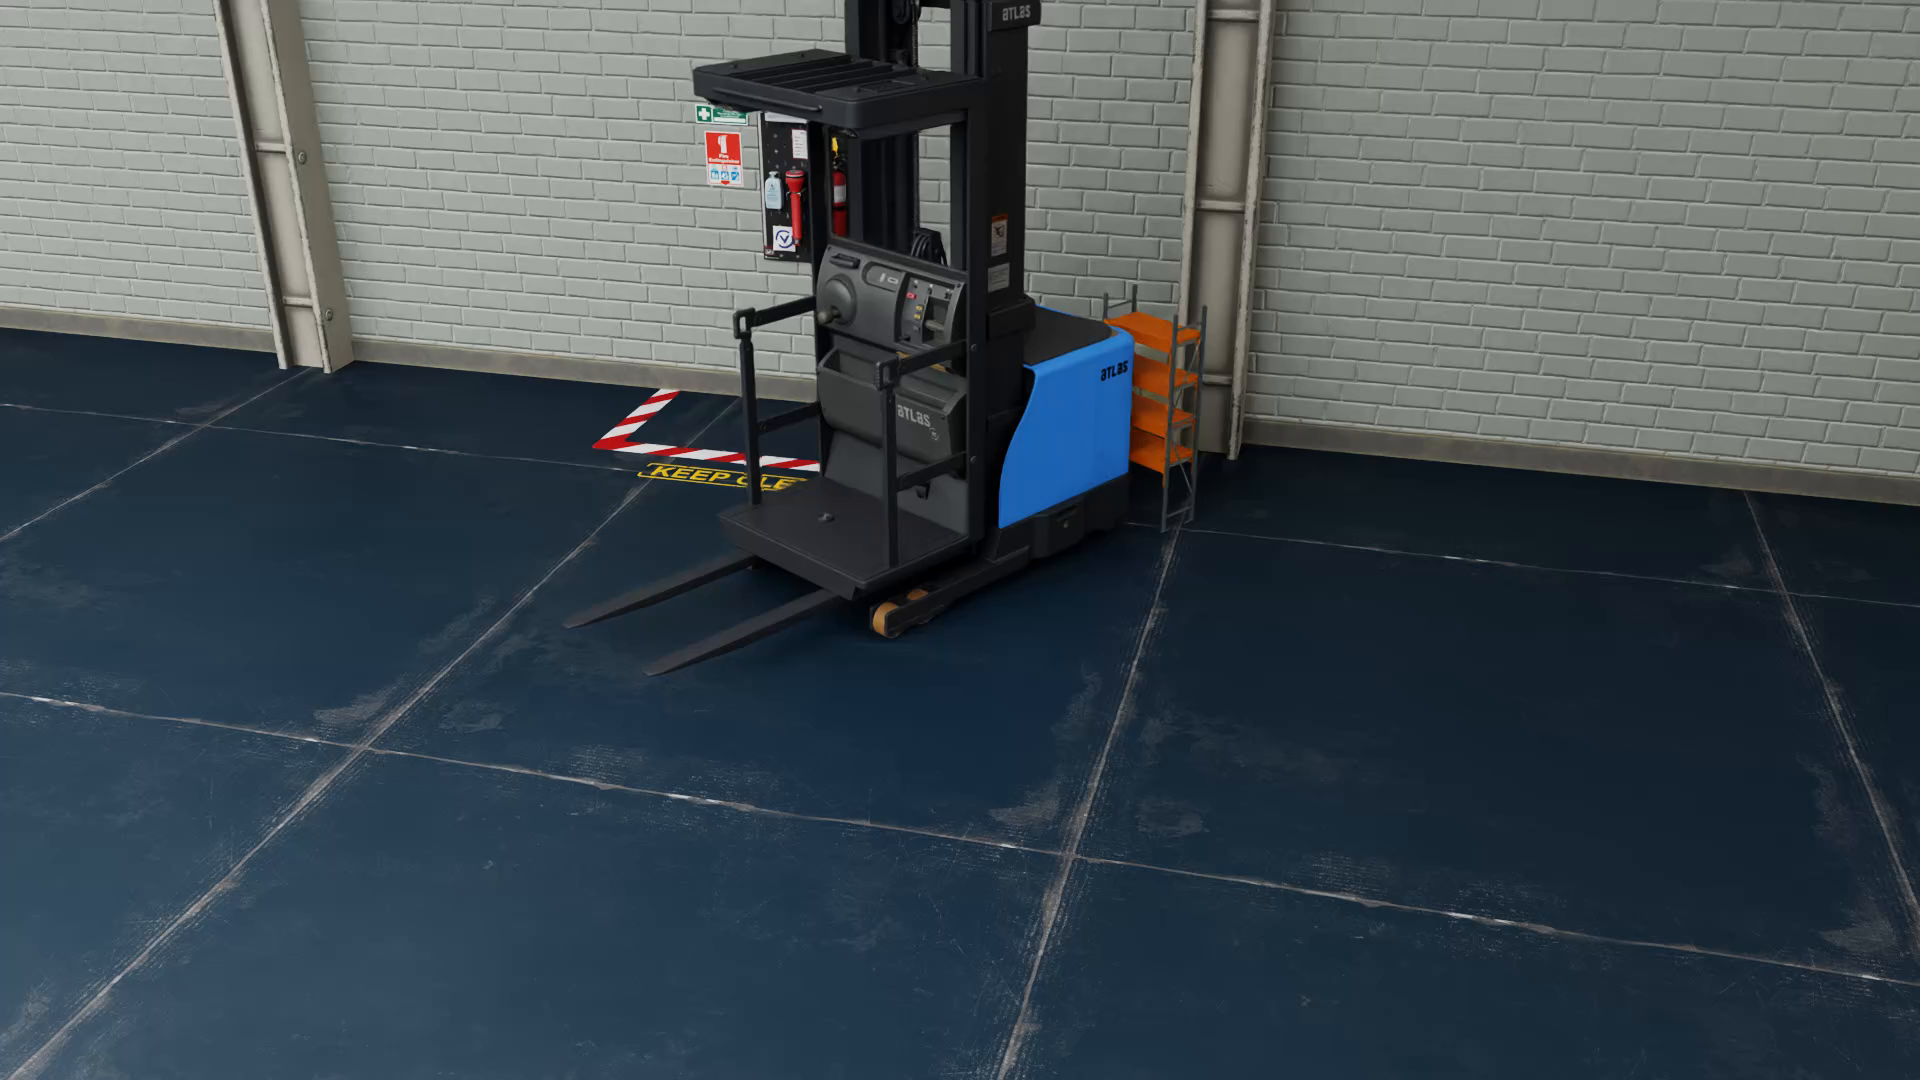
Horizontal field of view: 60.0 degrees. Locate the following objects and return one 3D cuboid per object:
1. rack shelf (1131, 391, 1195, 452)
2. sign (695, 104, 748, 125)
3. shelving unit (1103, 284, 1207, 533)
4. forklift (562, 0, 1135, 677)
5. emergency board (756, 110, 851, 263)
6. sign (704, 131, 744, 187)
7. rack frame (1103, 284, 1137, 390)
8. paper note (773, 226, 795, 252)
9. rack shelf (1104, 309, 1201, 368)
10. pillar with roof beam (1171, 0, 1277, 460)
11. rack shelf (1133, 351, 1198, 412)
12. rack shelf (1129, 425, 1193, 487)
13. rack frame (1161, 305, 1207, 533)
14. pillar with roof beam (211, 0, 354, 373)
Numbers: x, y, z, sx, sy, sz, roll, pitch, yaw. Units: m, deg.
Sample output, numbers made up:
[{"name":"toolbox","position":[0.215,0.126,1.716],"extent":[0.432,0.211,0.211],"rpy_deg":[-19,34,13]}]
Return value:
[{"name":"rack shelf","position":[1.004,-0.635,8.844],"extent":[0.258,0.148,0.480],"rpy_deg":[-21,32,-36]},{"name":"sign","position":[-1.427,-2.542,9.942],"extent":[0.331,0.109,0.001],"rpy_deg":[6,26,13]},{"name":"shelving unit","position":[1.004,-0.696,8.815],"extent":[0.258,1.200,0.503],"rpy_deg":[-21,32,-36]},{"name":"forklift","position":[-0.484,-1.112,7.676],"extent":[1.130,2.935,3.031],"rpy_deg":[23,34,39]},{"name":"emergency board","position":[-0.919,-2.189,9.858],"extent":[0.643,1.169,0.194],"rpy_deg":[6,26,13]},{"name":"sign","position":[-1.429,-2.307,10.065],"extent":[0.234,0.329,0.001],"rpy_deg":[6,26,13]},{"name":"rack frame","position":[0.843,-0.775,8.982],"extent":[0.240,1.200,0.015],"rpy_deg":[-21,32,-36]},{"name":"paper note","position":[-1.073,-1.839,10.148],"extent":[0.142,0.148,0.016],"rpy_deg":[6,26,13]},{"name":"rack shelf","position":[1.004,-1.050,8.646],"extent":[0.258,0.148,0.480],"rpy_deg":[-21,32,-36]},{"name":"pillar with roof beam","position":[0.393,-2.825,4.215],"extent":[0.400,9.000,9.100],"rpy_deg":[6,26,13]},{"name":"rack shelf","position":[1.004,-0.837,8.748],"extent":[0.258,0.148,0.480],"rpy_deg":[-21,32,-36]},{"name":"rack shelf","position":[1.004,-0.456,8.930],"extent":[0.258,0.148,0.480],"rpy_deg":[-21,32,-36]},{"name":"rack frame","position":[1.164,-0.617,8.649],"extent":[0.240,1.200,0.015],"rpy_deg":[-21,32,-36]},{"name":"pillar with roof beam","position":[-5.418,-3.467,5.564],"extent":[0.400,9.000,9.100],"rpy_deg":[6,26,13]}]
